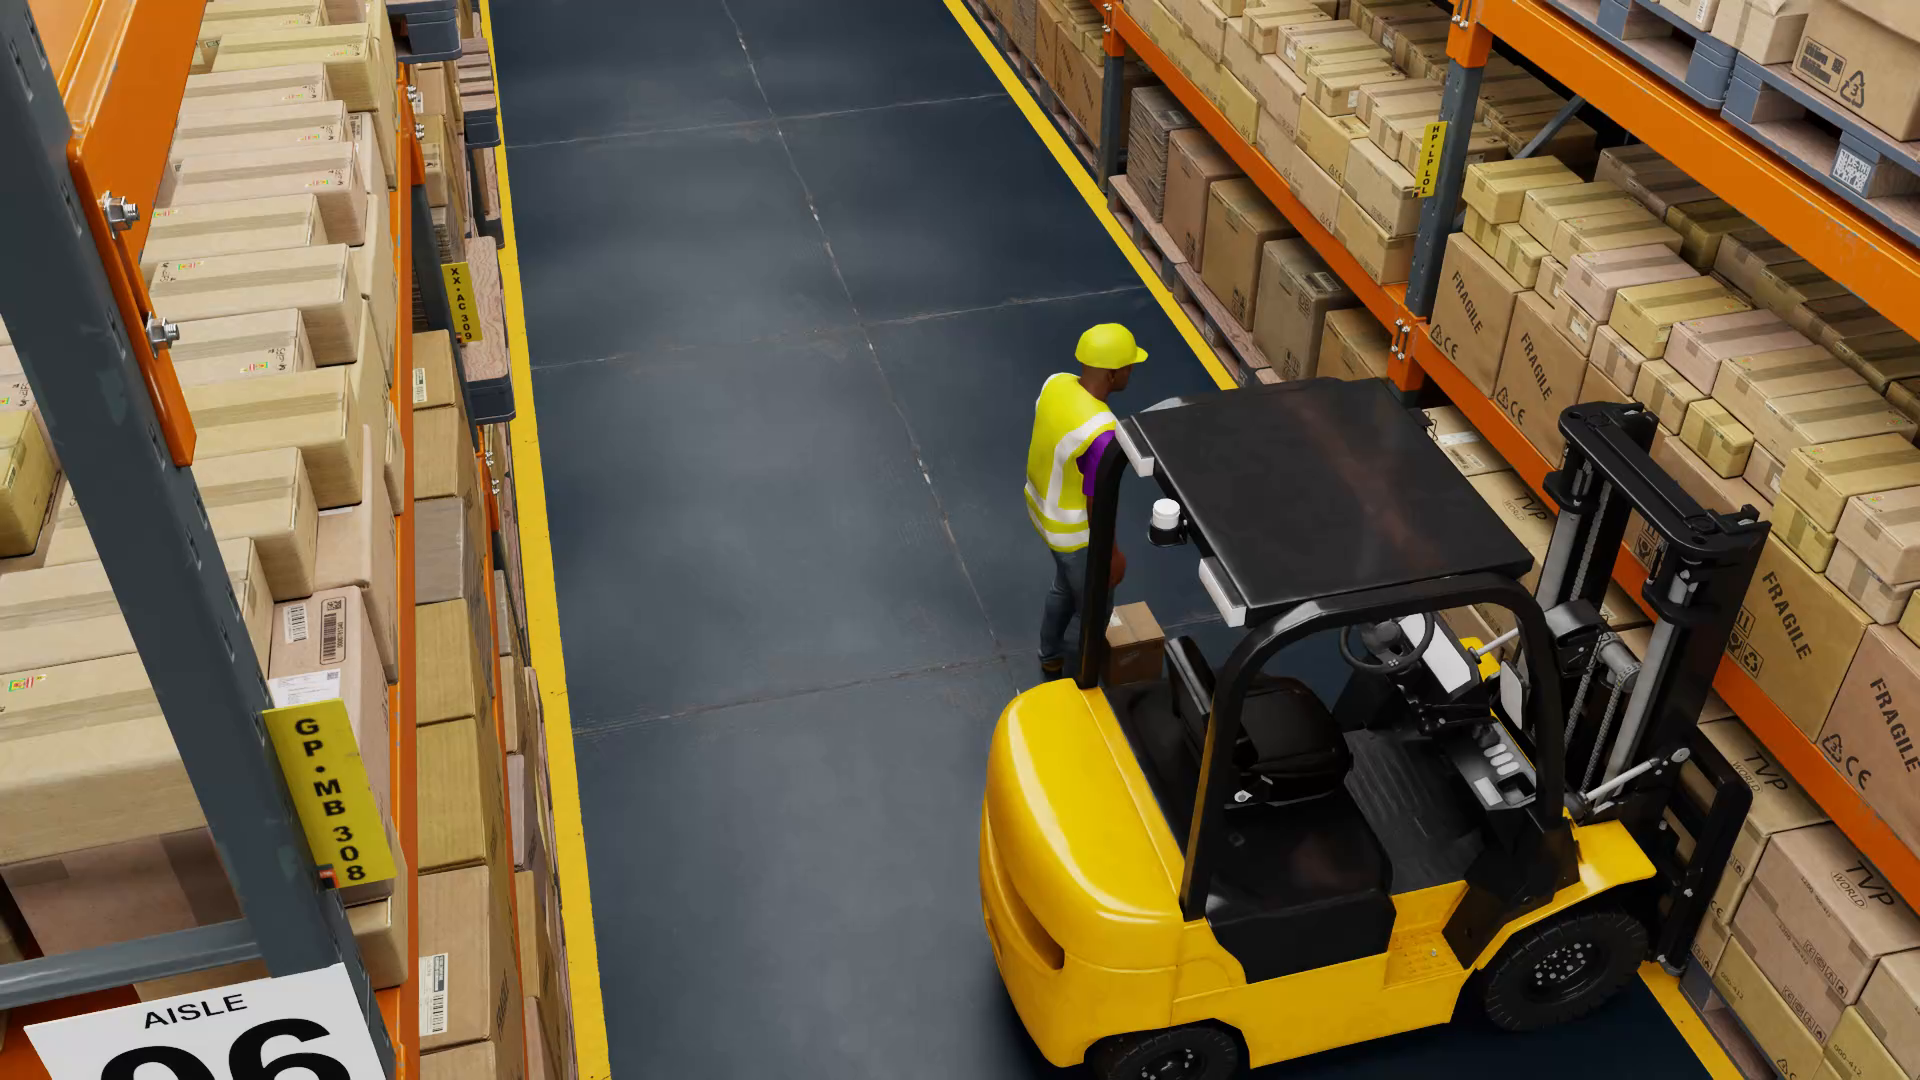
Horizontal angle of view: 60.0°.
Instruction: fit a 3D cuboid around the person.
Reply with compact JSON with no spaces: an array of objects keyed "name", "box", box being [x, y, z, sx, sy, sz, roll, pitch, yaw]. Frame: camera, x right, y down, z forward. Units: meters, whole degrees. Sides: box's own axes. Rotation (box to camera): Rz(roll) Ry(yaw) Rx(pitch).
[{"name":"person","box":[0.511,-0.091,6.818,0.460,1.759,0.630,-12,39,-14]}]
